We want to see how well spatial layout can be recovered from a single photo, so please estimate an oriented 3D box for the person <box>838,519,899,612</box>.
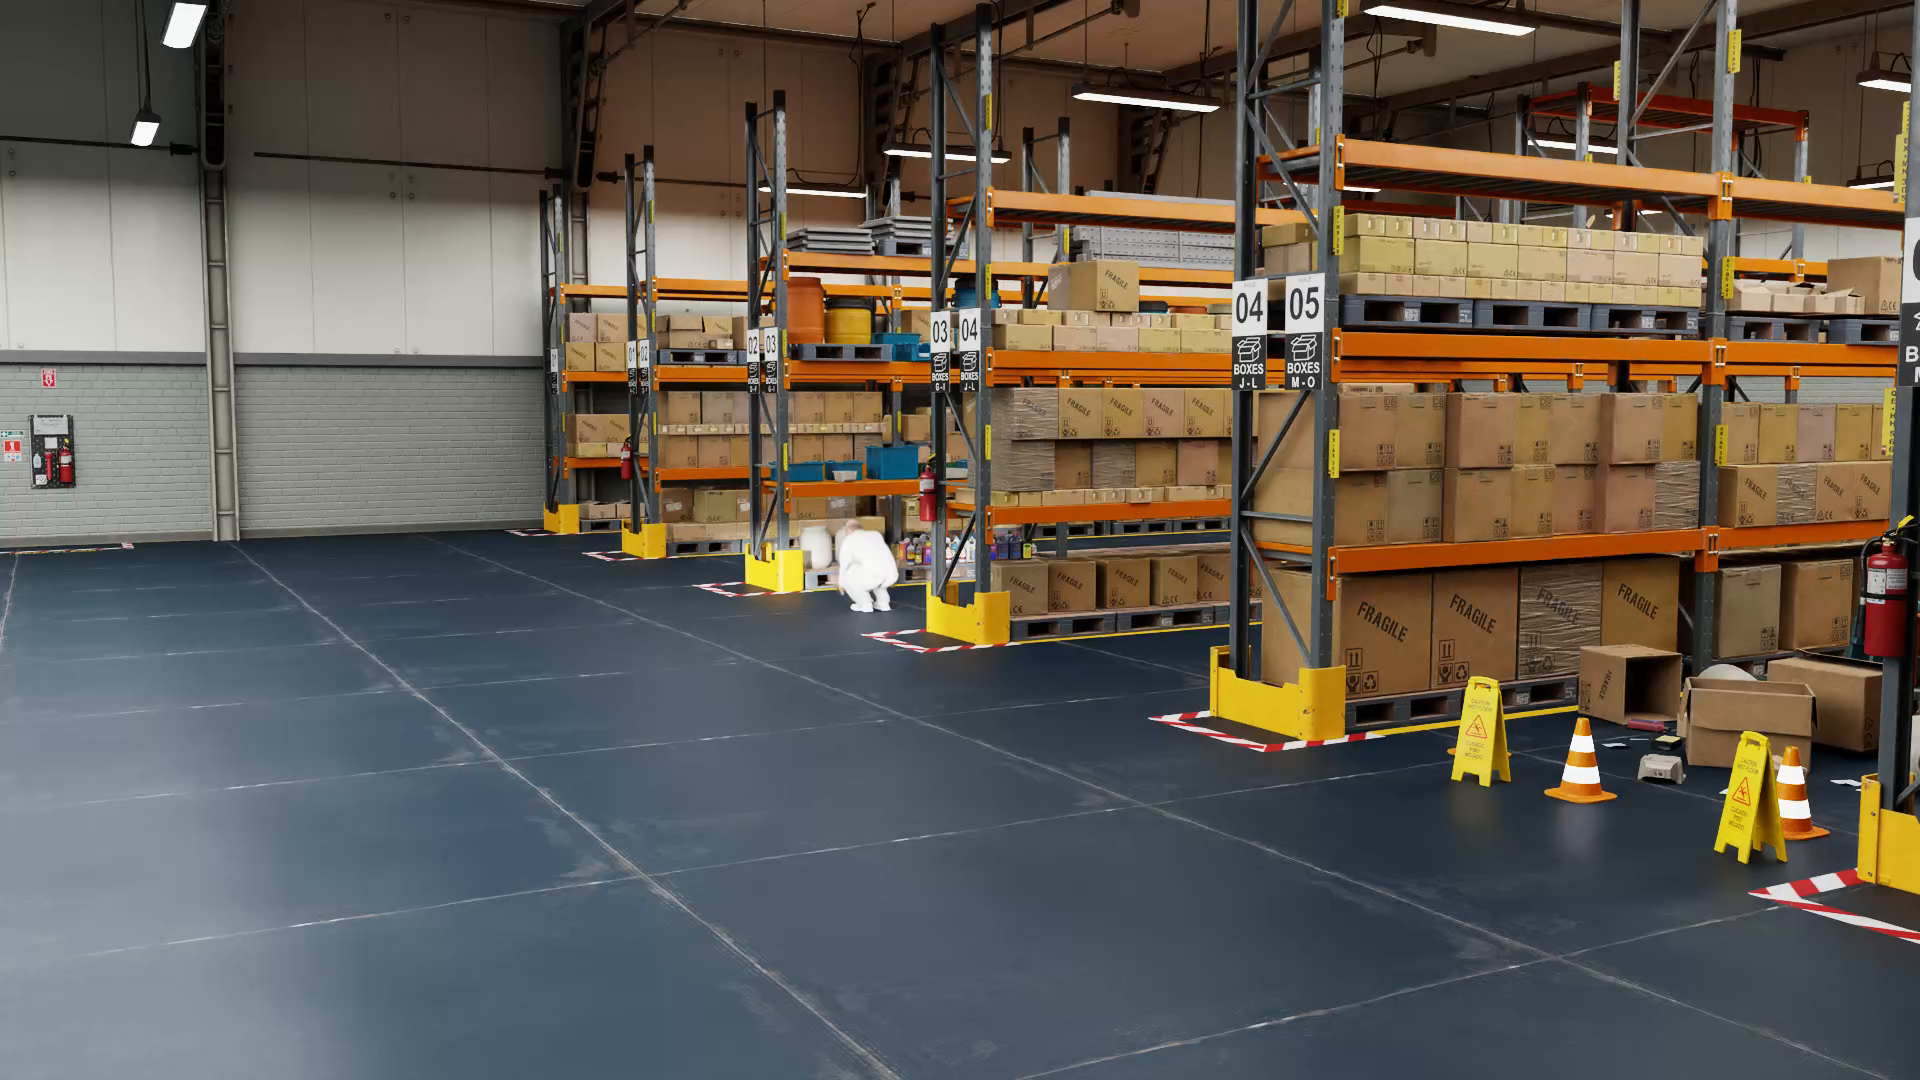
[{"bbox_3d":[-1.044,0.277,18.545,0.585,1.002,0.920,-3,6,-29],"label":"person"}]
